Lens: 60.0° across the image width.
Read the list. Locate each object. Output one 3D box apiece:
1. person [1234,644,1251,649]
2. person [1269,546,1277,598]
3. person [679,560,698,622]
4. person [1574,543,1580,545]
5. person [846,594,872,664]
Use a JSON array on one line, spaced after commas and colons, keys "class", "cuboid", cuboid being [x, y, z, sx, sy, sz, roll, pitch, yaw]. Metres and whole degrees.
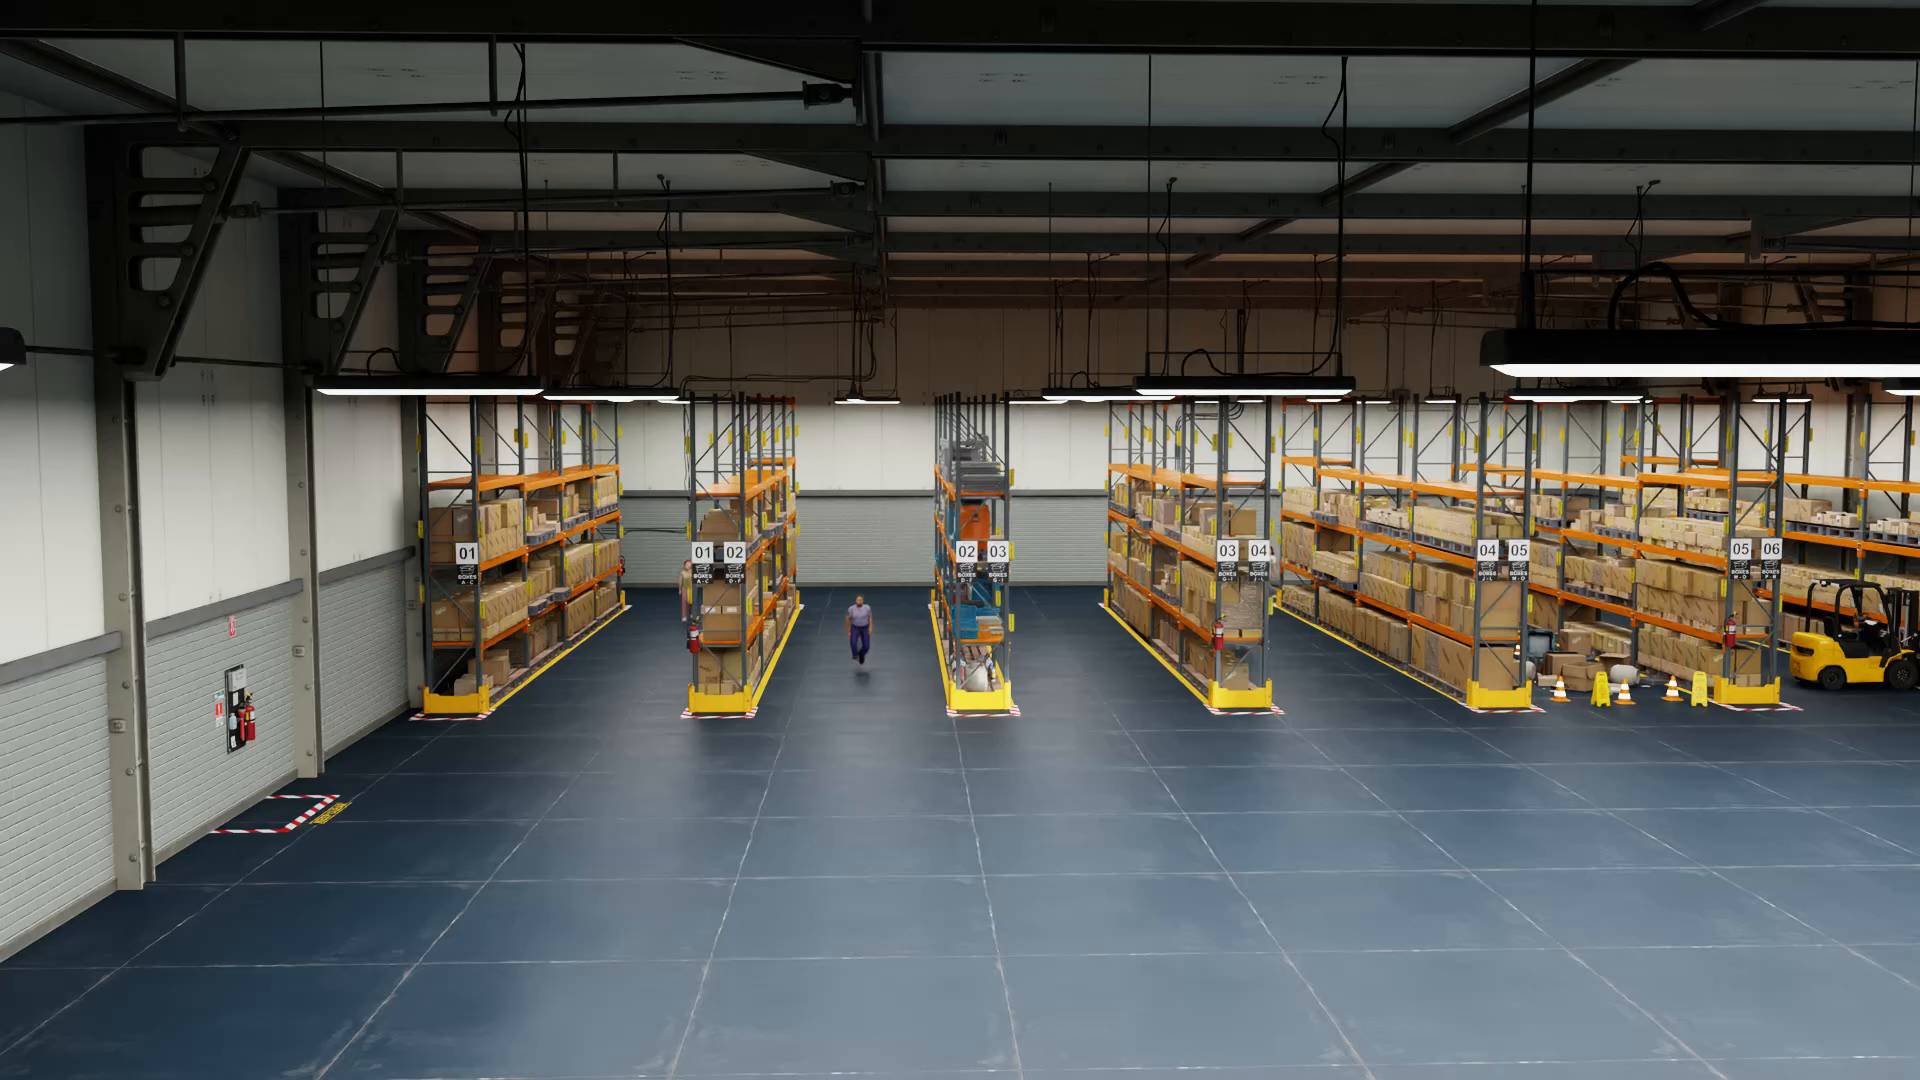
[{"class": "person", "cuboid": [6.593, 1.713, 39.203, 0.581, 1.754, 0.547, 1, 5, 9]}, {"class": "person", "cuboid": [9.062, 0.988, 48.751, 0.861, 1.641, 0.440, -2, 5, -25]}, {"class": "person", "cuboid": [-7.265, 1.344, 44.418, 0.528, 1.604, 1.064, 0, 5, -2]}, {"class": "person", "cuboid": [18.328, 0.922, 49.267, 0.570, 1.672, 0.498, 0, 5, -3]}, {"class": "person", "cuboid": [-2.175, 1.938, 35.906, 0.571, 1.561, 0.680, -1, 5, -6]}]
